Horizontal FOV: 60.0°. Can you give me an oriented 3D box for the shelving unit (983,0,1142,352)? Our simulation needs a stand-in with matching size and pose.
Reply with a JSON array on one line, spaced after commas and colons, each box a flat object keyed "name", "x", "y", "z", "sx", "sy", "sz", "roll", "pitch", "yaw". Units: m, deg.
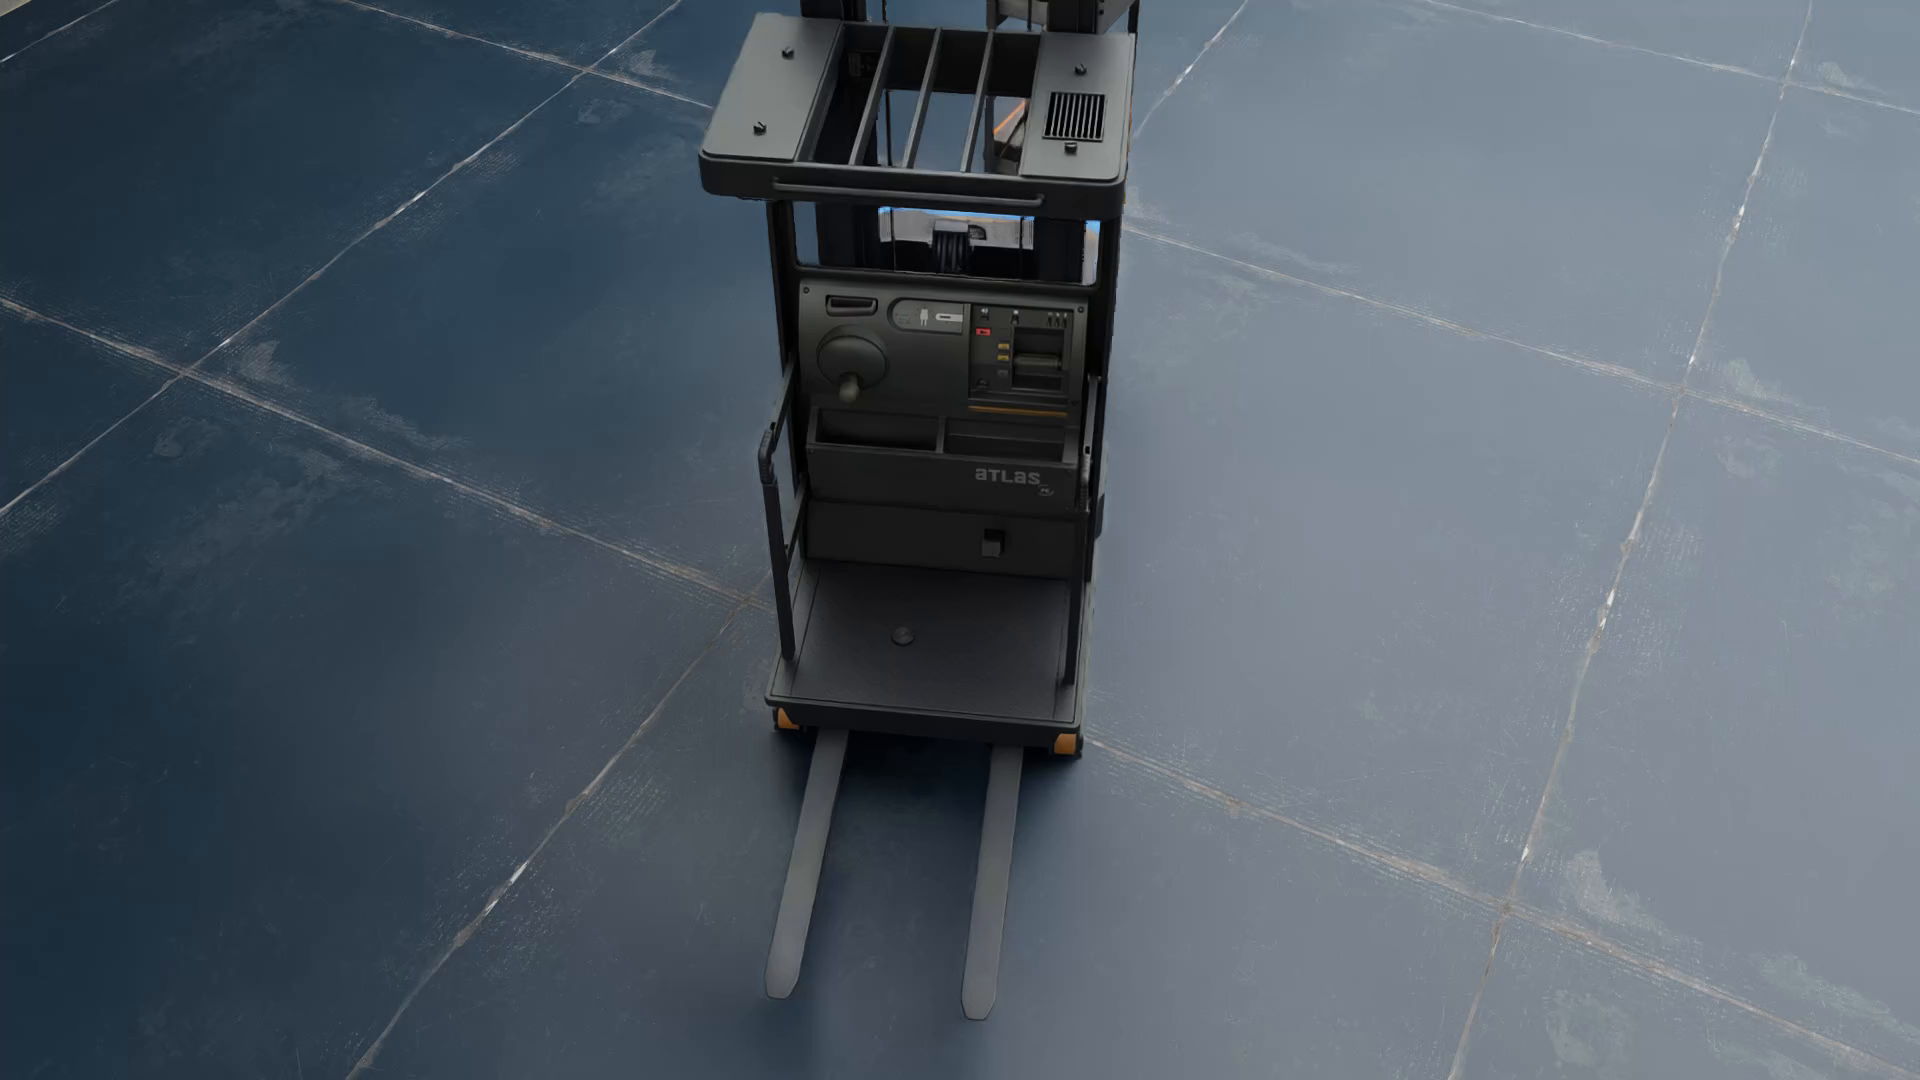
[{"name": "shelving unit", "x": 0.394, "y": -1.514, "z": 6.769, "sx": 0.431, "sy": 2.100, "sz": 0.503, "roll": 22, "pitch": 49, "yaw": 20}]

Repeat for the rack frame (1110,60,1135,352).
[{"name": "rack frame", "x": 0.512, "y": -1.665, "z": 6.919, "sx": 0.400, "sy": 2.100, "sz": 0.015, "roll": 22, "pitch": 49, "yaw": 20}]

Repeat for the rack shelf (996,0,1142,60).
[{"name": "rack shelf", "x": 0.395, "y": -1.996, "z": 6.281, "sx": 0.431, "sy": 0.518, "sz": 0.480, "roll": 22, "pitch": 49, "yaw": 20}]

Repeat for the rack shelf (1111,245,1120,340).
[{"name": "rack shelf", "x": 0.393, "y": -1.012, "z": 7.277, "sx": 0.431, "sy": 0.518, "sz": 0.480, "roll": 22, "pitch": 49, "yaw": 20}]

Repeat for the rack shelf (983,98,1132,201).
[{"name": "rack shelf", "x": 0.394, "y": -1.504, "z": 6.779, "sx": 0.431, "sy": 0.518, "sz": 0.480, "roll": 22, "pitch": 49, "yaw": 20}]

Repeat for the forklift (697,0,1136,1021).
[{"name": "forklift", "x": -0.081, "y": -0.524, "z": 5.207, "sx": 1.130, "sy": 2.935, "sz": 3.031, "roll": 5, "pitch": 46, "yaw": 5}]

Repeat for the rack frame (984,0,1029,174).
[{"name": "rack frame", "x": 0.276, "y": -1.362, "z": 6.619, "sx": 0.400, "sy": 2.100, "sz": 0.015, "roll": 22, "pitch": 49, "yaw": 20}]
